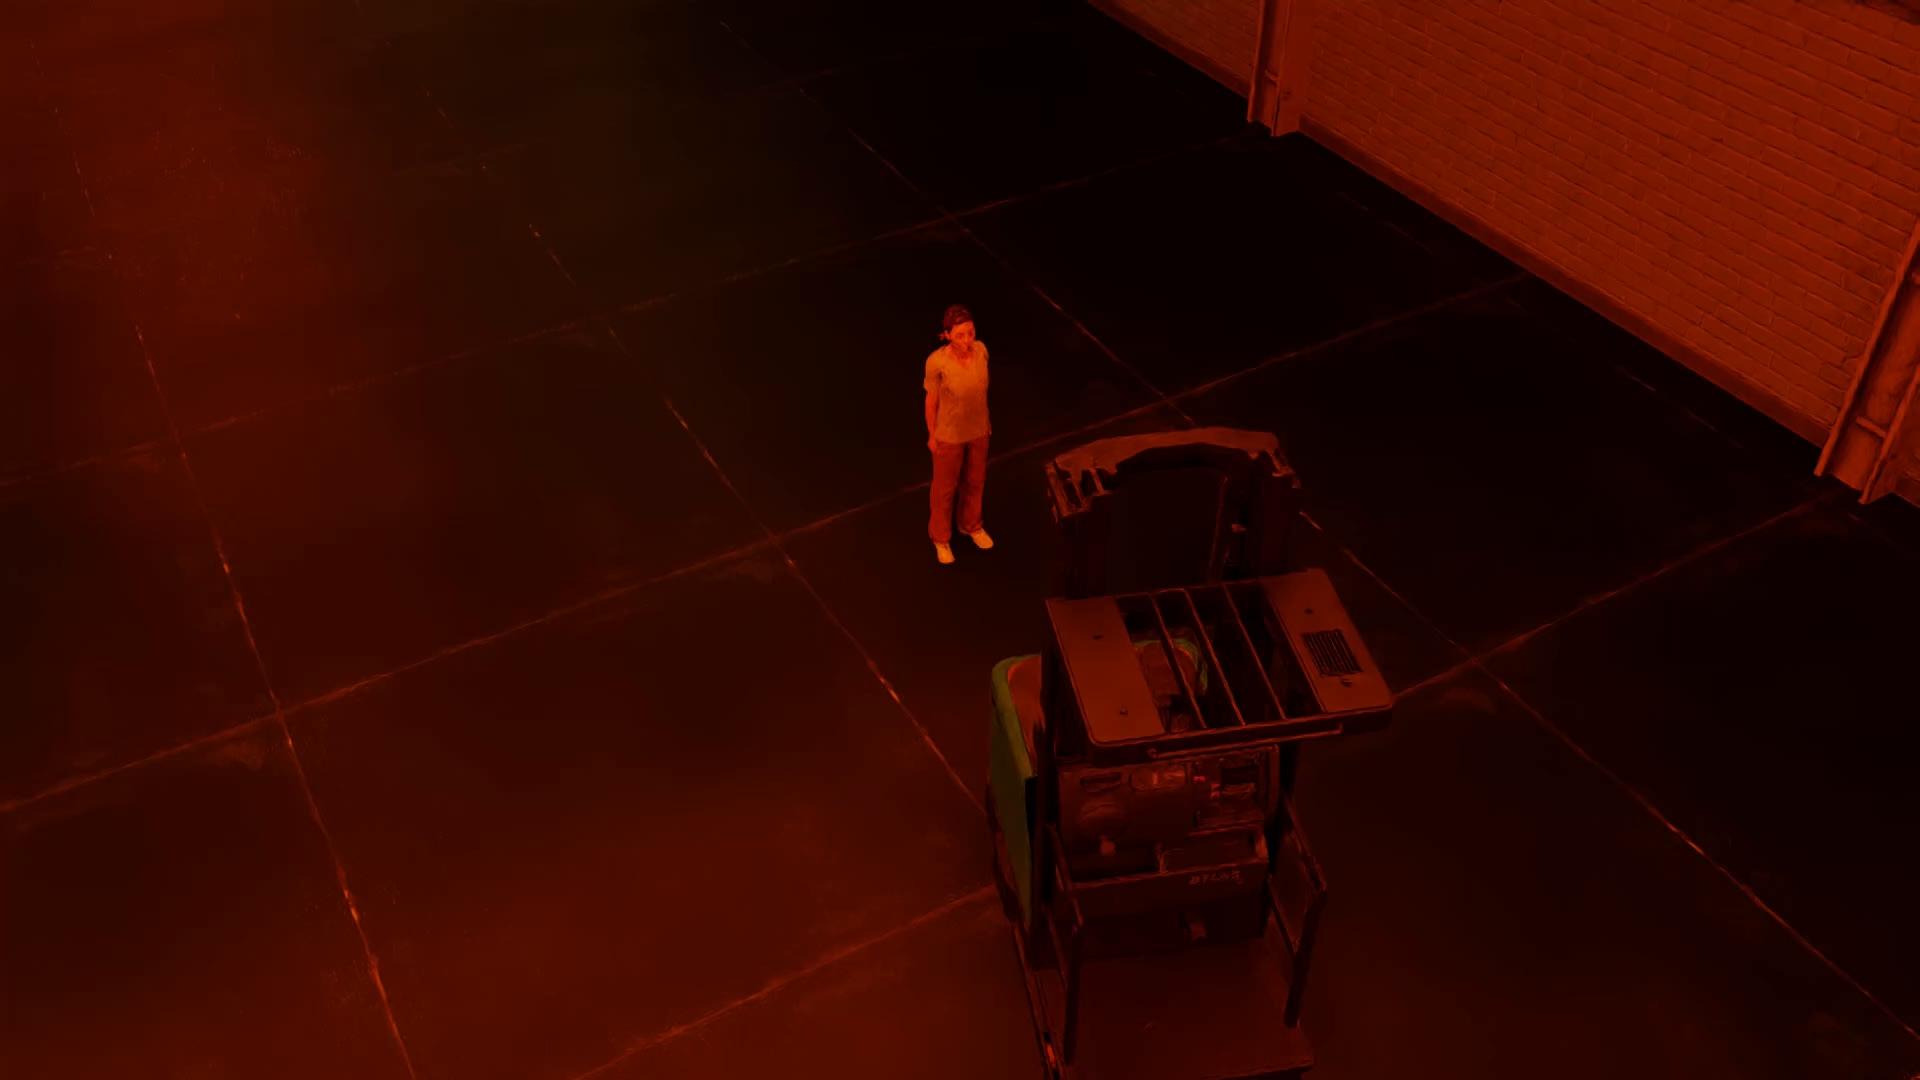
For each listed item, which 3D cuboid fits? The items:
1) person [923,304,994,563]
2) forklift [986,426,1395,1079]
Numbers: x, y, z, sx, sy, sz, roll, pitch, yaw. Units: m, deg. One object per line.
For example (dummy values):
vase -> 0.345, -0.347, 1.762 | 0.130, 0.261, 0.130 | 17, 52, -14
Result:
person -> 0.006, -0.639, 9.793 | 0.429, 1.673, 0.365 | -20, 44, -23
forklift -> 0.900, 1.139, 6.663 | 1.130, 2.935, 3.031 | -7, 40, -8
